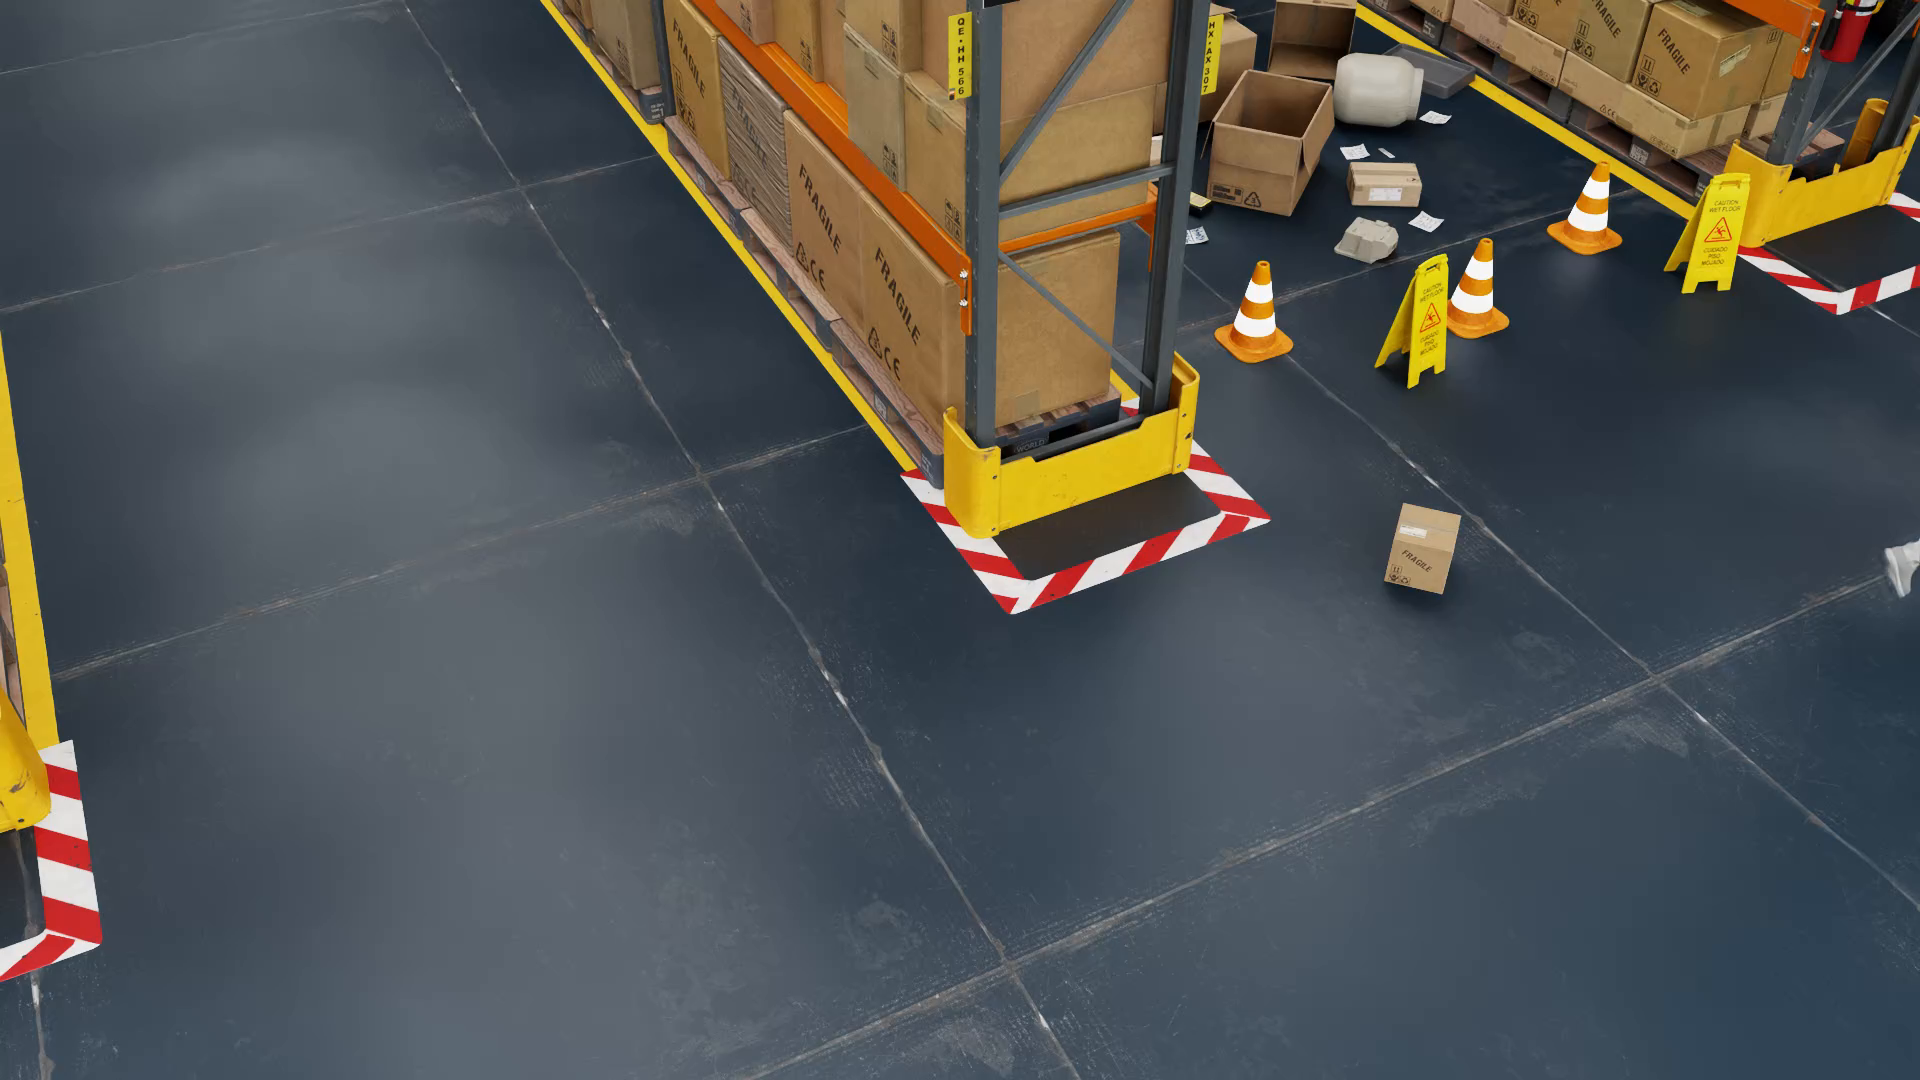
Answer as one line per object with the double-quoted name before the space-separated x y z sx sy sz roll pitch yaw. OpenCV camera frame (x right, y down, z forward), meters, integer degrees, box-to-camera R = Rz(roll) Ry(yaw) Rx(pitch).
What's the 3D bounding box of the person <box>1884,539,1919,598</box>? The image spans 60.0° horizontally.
"person" 4.157 -0.414 6.584 0.672 1.667 0.473 -1 42 -1
